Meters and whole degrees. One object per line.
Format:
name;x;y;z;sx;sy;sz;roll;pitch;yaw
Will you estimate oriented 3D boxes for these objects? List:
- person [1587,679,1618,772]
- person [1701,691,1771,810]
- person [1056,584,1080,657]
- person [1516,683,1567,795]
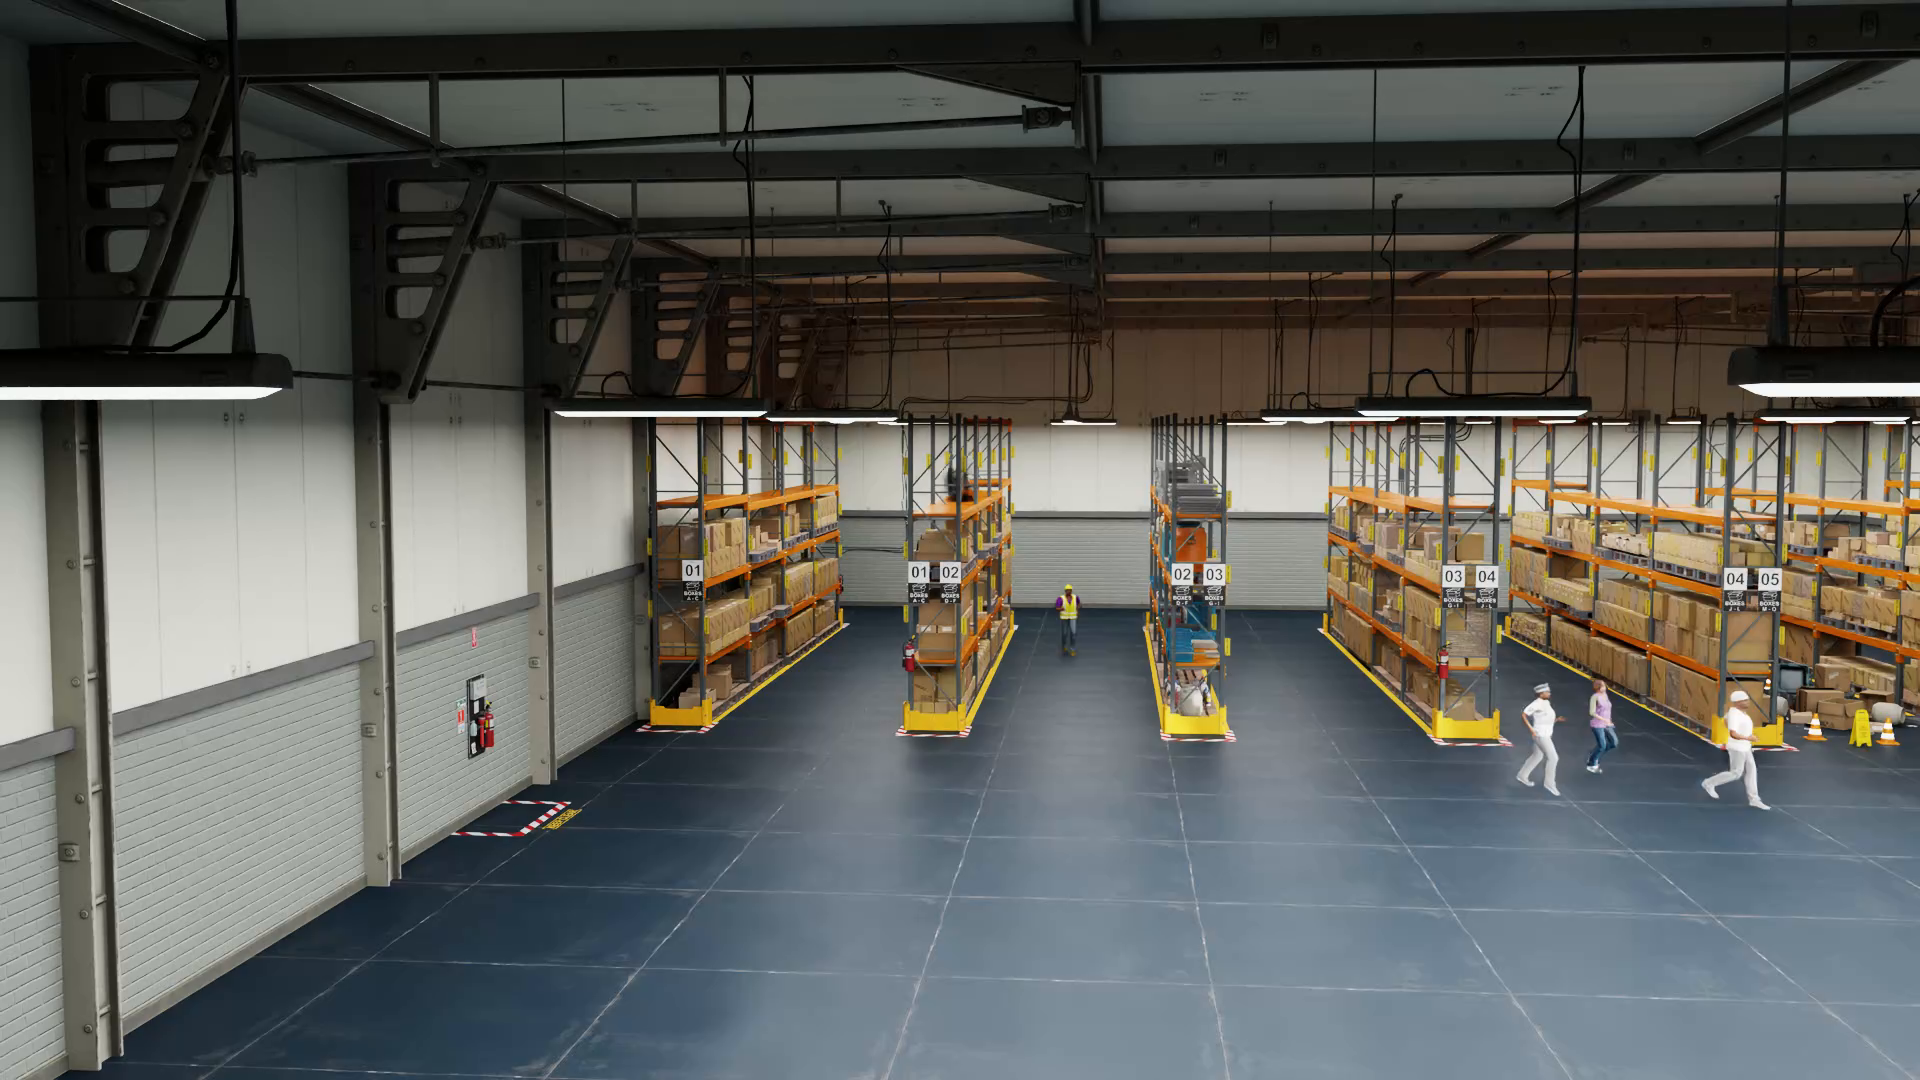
person;10.657;3.089;27.597;0.552;1.560;0.500;-3;5;-39
person;11.722;3.151;25.071;0.963;1.772;0.700;3;5;35
person;2.725;2.019;41.933;0.635;1.815;0.841;0;4;-2
person;9.154;3.119;26.173;0.747;1.753;0.546;2;5;32
